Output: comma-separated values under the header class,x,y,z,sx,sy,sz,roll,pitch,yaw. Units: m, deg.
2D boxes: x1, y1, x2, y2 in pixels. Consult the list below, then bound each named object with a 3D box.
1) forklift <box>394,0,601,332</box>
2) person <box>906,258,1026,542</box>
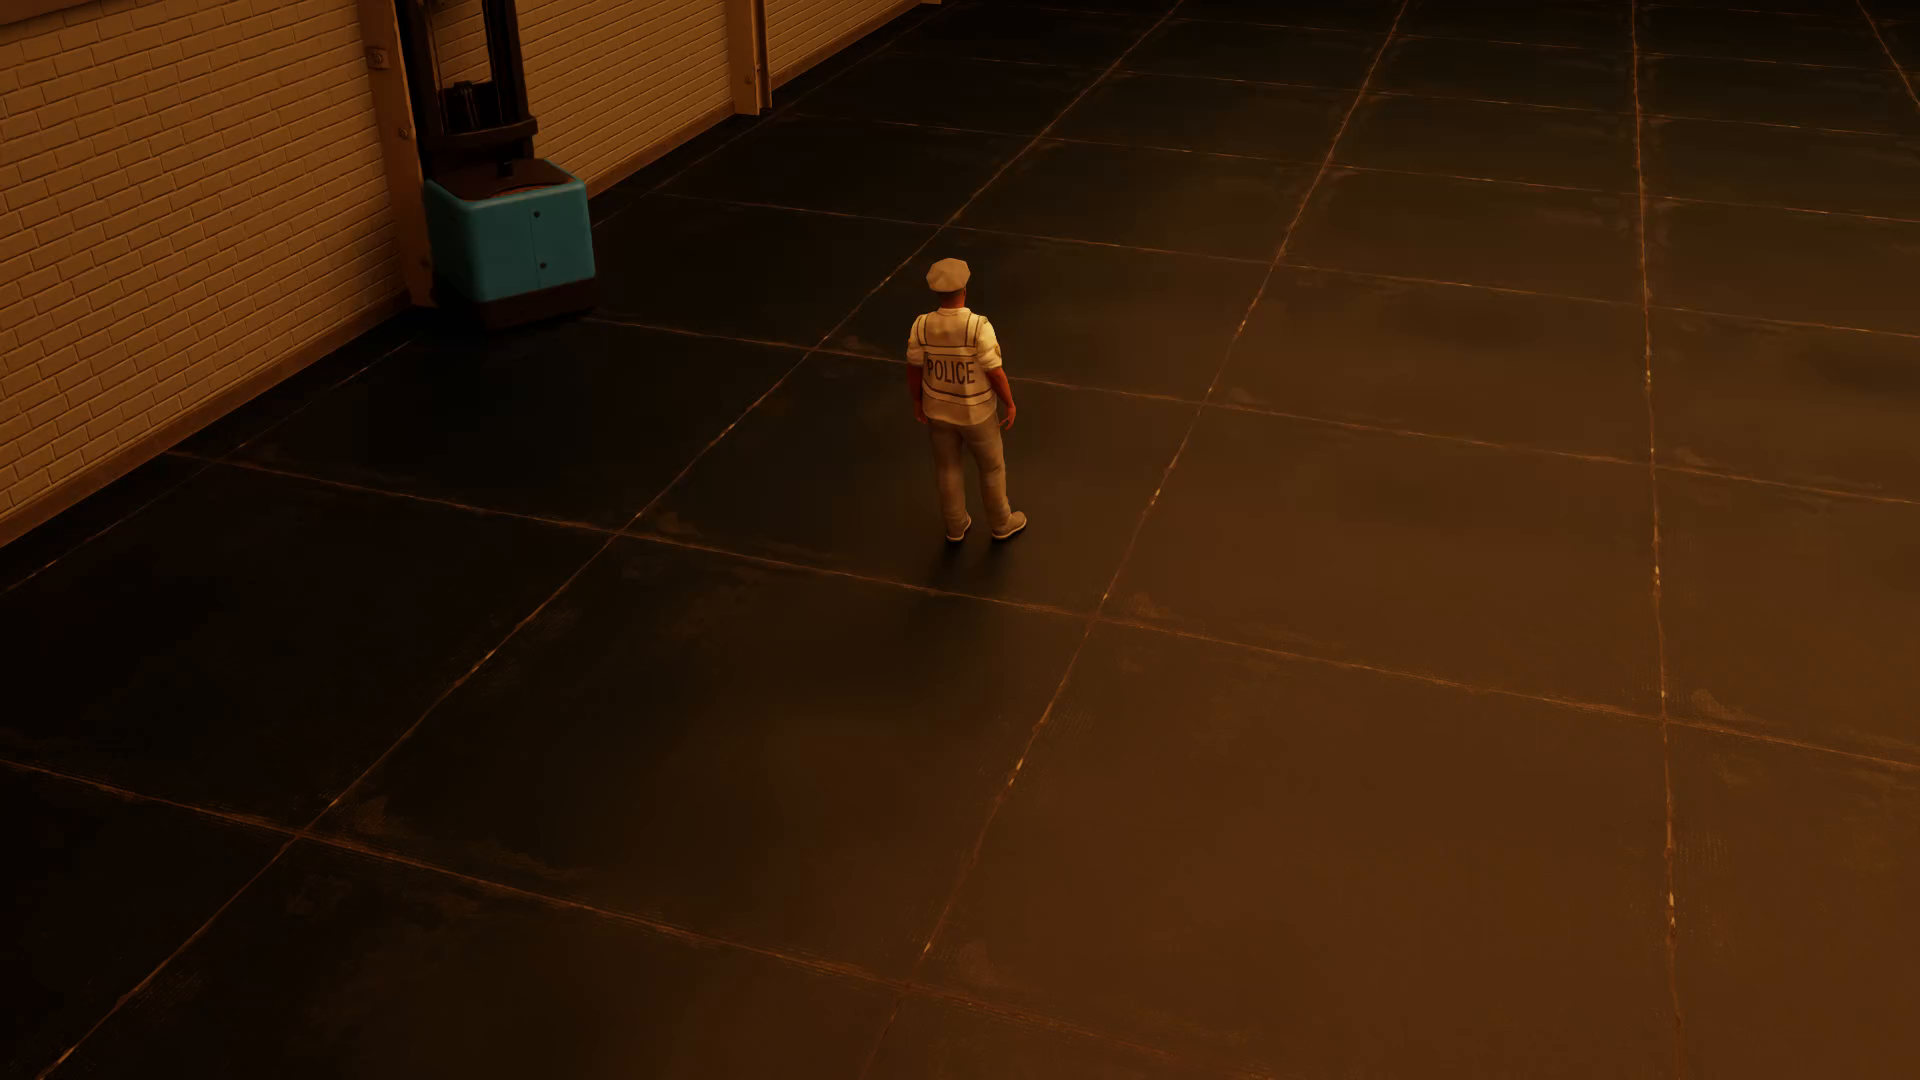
class,x,y,z,sx,sy,sz,roll,pitch,yaw
forklift,-4.141,-3.542,13.350,1.130,2.935,3.031,-20,35,-31
person,0.037,-0.815,9.712,0.640,1.781,0.575,10,31,16
